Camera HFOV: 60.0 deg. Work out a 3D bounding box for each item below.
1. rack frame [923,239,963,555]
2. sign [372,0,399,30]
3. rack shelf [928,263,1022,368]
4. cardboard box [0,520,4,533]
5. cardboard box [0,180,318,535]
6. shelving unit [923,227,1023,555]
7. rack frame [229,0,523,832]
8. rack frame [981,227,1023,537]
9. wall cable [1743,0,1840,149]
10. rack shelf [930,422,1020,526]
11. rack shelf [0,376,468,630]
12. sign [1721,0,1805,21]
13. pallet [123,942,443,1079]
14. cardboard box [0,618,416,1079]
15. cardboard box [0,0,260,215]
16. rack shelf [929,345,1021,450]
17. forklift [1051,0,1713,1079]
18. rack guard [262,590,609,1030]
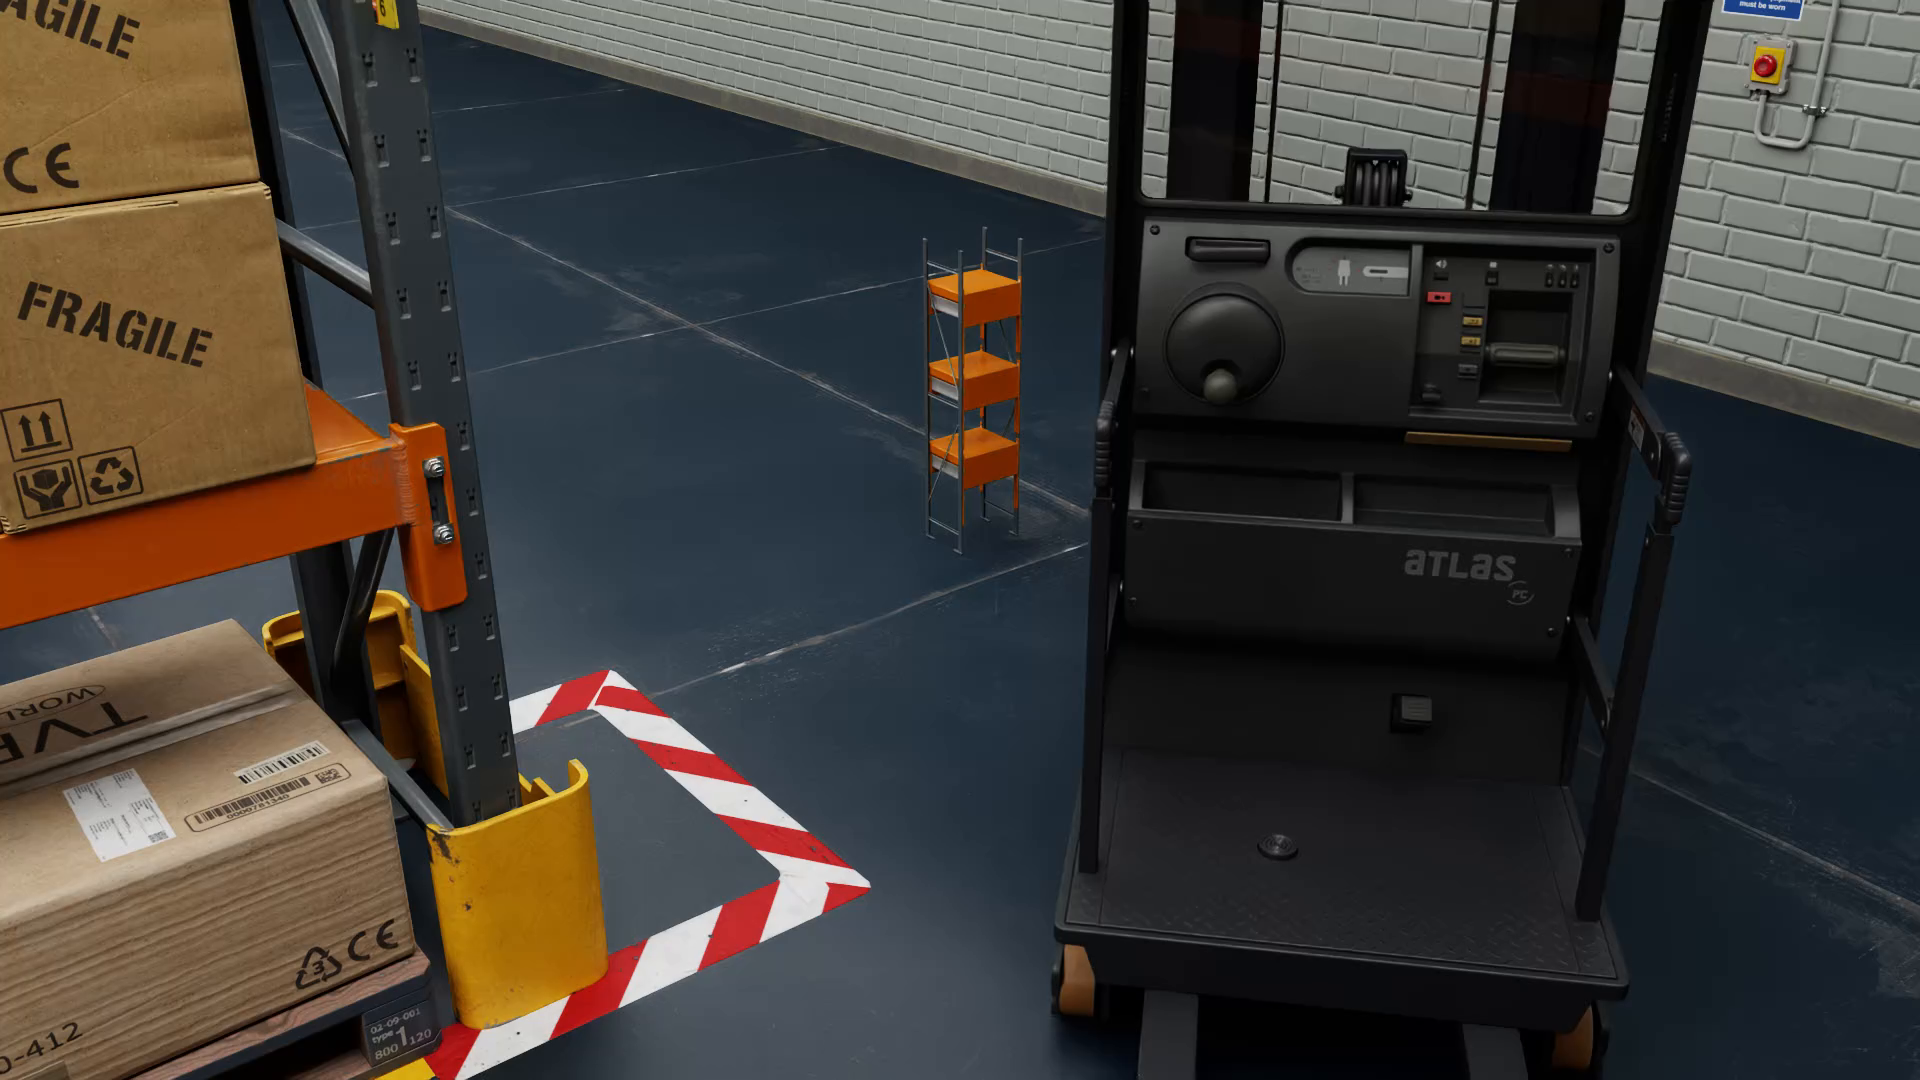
[{"bbox_3d":[-0.054,-0.458,5.491,0.008,1.050,0.200,-18,31,-34],"label":"rack frame"},{"bbox_3d":[-0.945,-0.995,2.673,0.005,0.325,0.100,-18,31,-34],"label":"sign"},{"bbox_3d":[0.042,-0.738,5.444,0.240,0.259,0.215,-18,31,-34],"label":"rack shelf"},{"bbox_3d":[-1.890,-0.252,2.612,0.500,0.500,0.500,-19,31,-35],"label":"cardboard box"},{"bbox_3d":[-1.486,-0.378,2.882,0.500,0.500,0.500,-18,30,-34],"label":"cardboard box"},{"bbox_3d":[0.042,-0.490,5.559,0.252,1.050,0.215,-18,31,-34],"label":"shelving unit"},{"bbox_3d":[-1.269,-0.545,3.362,0.127,3.000,1.000,-18,31,-34],"label":"rack frame"},{"bbox_3d":[0.138,-0.522,5.627,0.008,1.050,0.200,-18,31,-34],"label":"rack frame"},{"bbox_3d":[3.153,-2.493,6.314,0.123,1.953,0.585,-18,31,-34],"label":"wall cable"},{"bbox_3d":[0.042,-0.228,5.680,0.240,0.259,0.215,-18,31,-34],"label":"rack shelf"},{"bbox_3d":[-2.843,0.301,2.394,4.000,0.370,1.077,-18,31,-34],"label":"rack shelf"},{"bbox_3d":[3.172,-2.172,6.546,0.001,0.218,0.327,-18,31,-34],"label":"sign"},{"bbox_3d":[-1.850,0.953,3.445,1.213,0.211,1.003,-18,31,-34],"label":"pallet"},{"bbox_3d":[-1.727,0.631,3.372,0.875,0.438,0.875,-19,31,-36],"label":"cardboard box"},{"bbox_3d":[-1.502,-0.840,2.690,0.500,0.500,0.500,-17,30,-32],"label":"cardboard box"},{"bbox_3d":[0.042,-0.481,5.563,0.240,0.259,0.215,-18,31,-34],"label":"rack shelf"},{"bbox_3d":[0.795,-0.405,3.141,1.130,2.935,3.031,4,25,8],"label":"forklift"},{"bbox_3d":[-1.250,0.582,3.901,0.348,0.500,1.175,-18,31,-34],"label":"rack guard"}]
